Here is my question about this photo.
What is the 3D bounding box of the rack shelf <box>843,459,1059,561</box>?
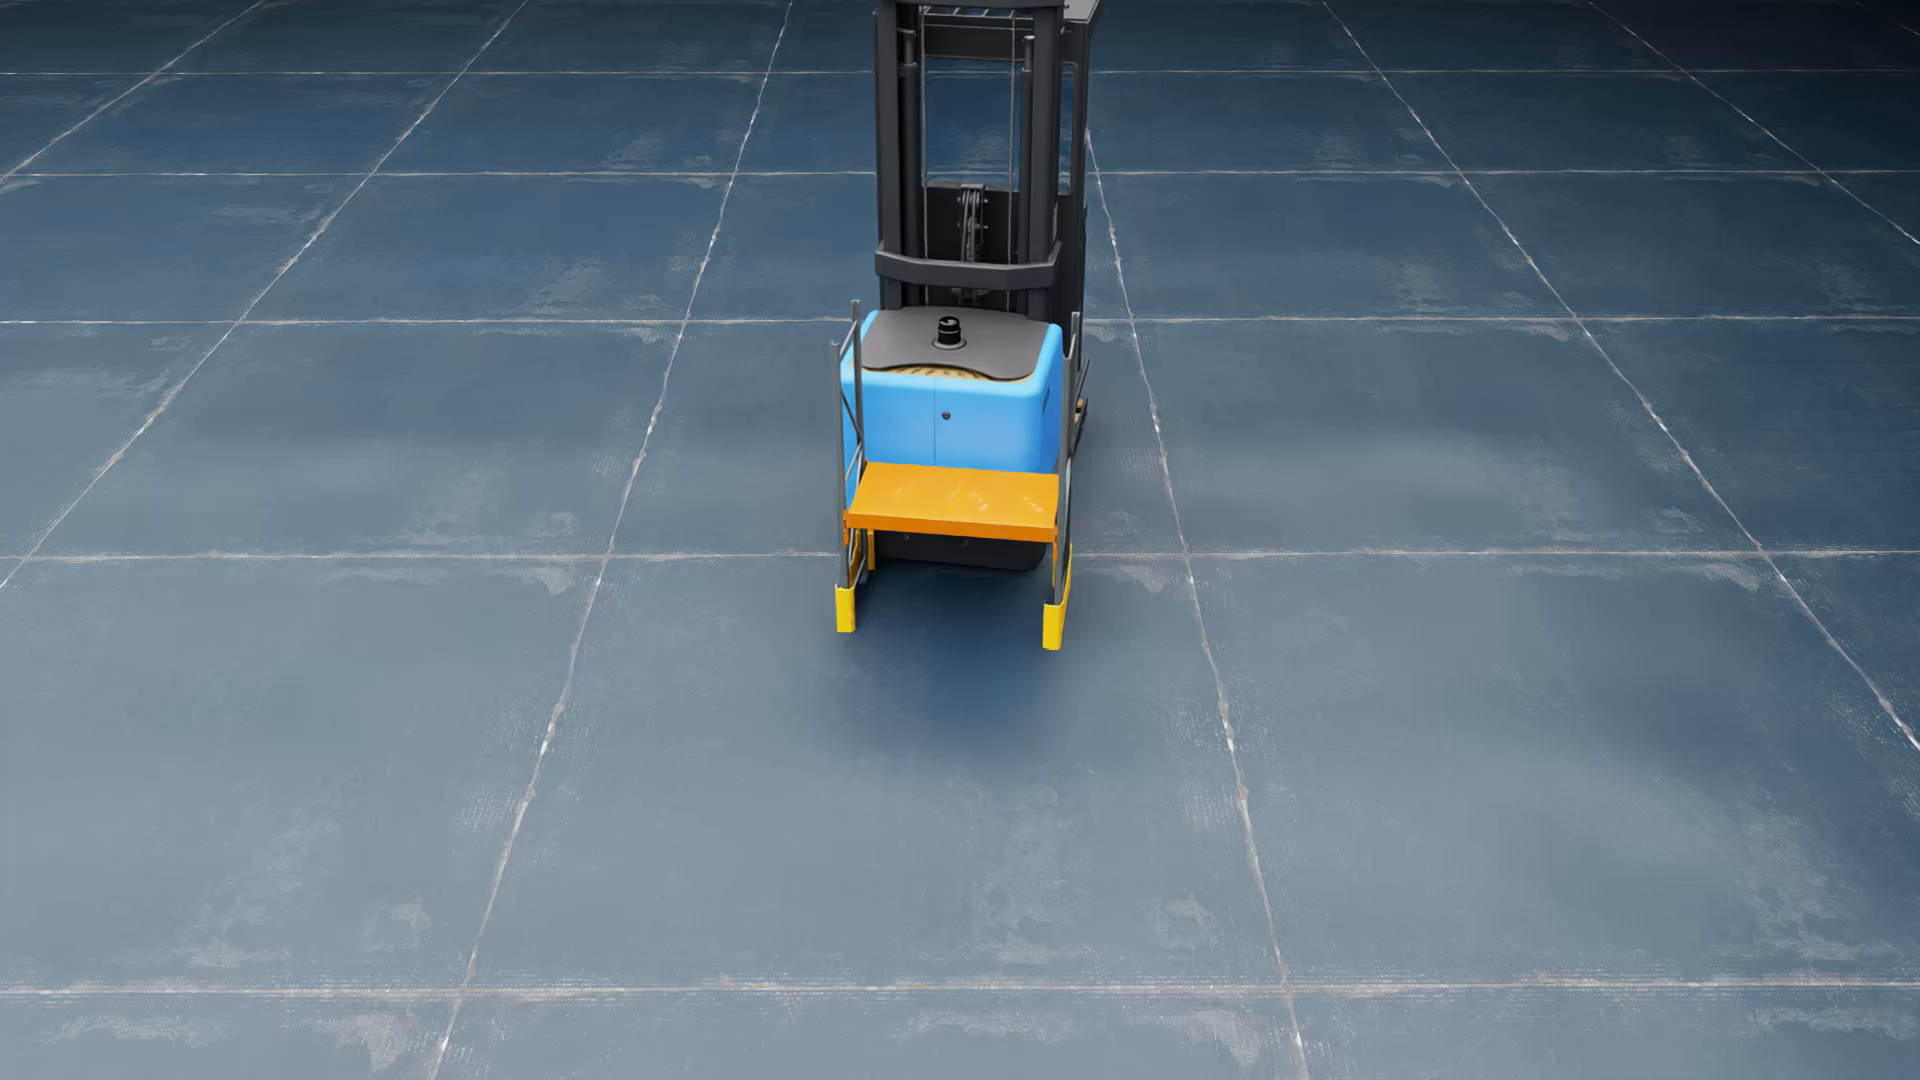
[{"bbox_3d":[-0.011,-0.151,7.900,1.000,0.185,0.538,4,32,7],"label":"rack shelf"}]

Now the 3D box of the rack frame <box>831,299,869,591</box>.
[{"bbox_3d":[-0.514,-0.342,7.868,0.032,1.500,0.500,4,32,7],"label":"rack frame"}]

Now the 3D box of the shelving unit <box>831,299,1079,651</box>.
[{"bbox_3d":[-0.020,-0.306,7.808,1.083,1.500,0.587,4,32,7],"label":"shelving unit"}]

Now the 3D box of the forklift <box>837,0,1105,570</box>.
[{"bbox_3d":[0.150,-1.852,8.977,1.130,2.935,3.031,5,32,9],"label":"forklift"}]

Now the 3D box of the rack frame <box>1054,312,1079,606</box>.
[{"bbox_3d":[0.492,-0.267,7.745,0.032,1.500,0.500,4,32,7],"label":"rack frame"}]

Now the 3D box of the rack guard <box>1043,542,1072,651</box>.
[{"bbox_3d":[0.473,0.265,8.071,0.087,0.250,0.587,4,32,7],"label":"rack guard"}]

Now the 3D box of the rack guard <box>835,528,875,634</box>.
[{"bbox_3d":[-0.513,0.192,8.192,0.087,0.250,0.587,4,32,7],"label":"rack guard"}]
